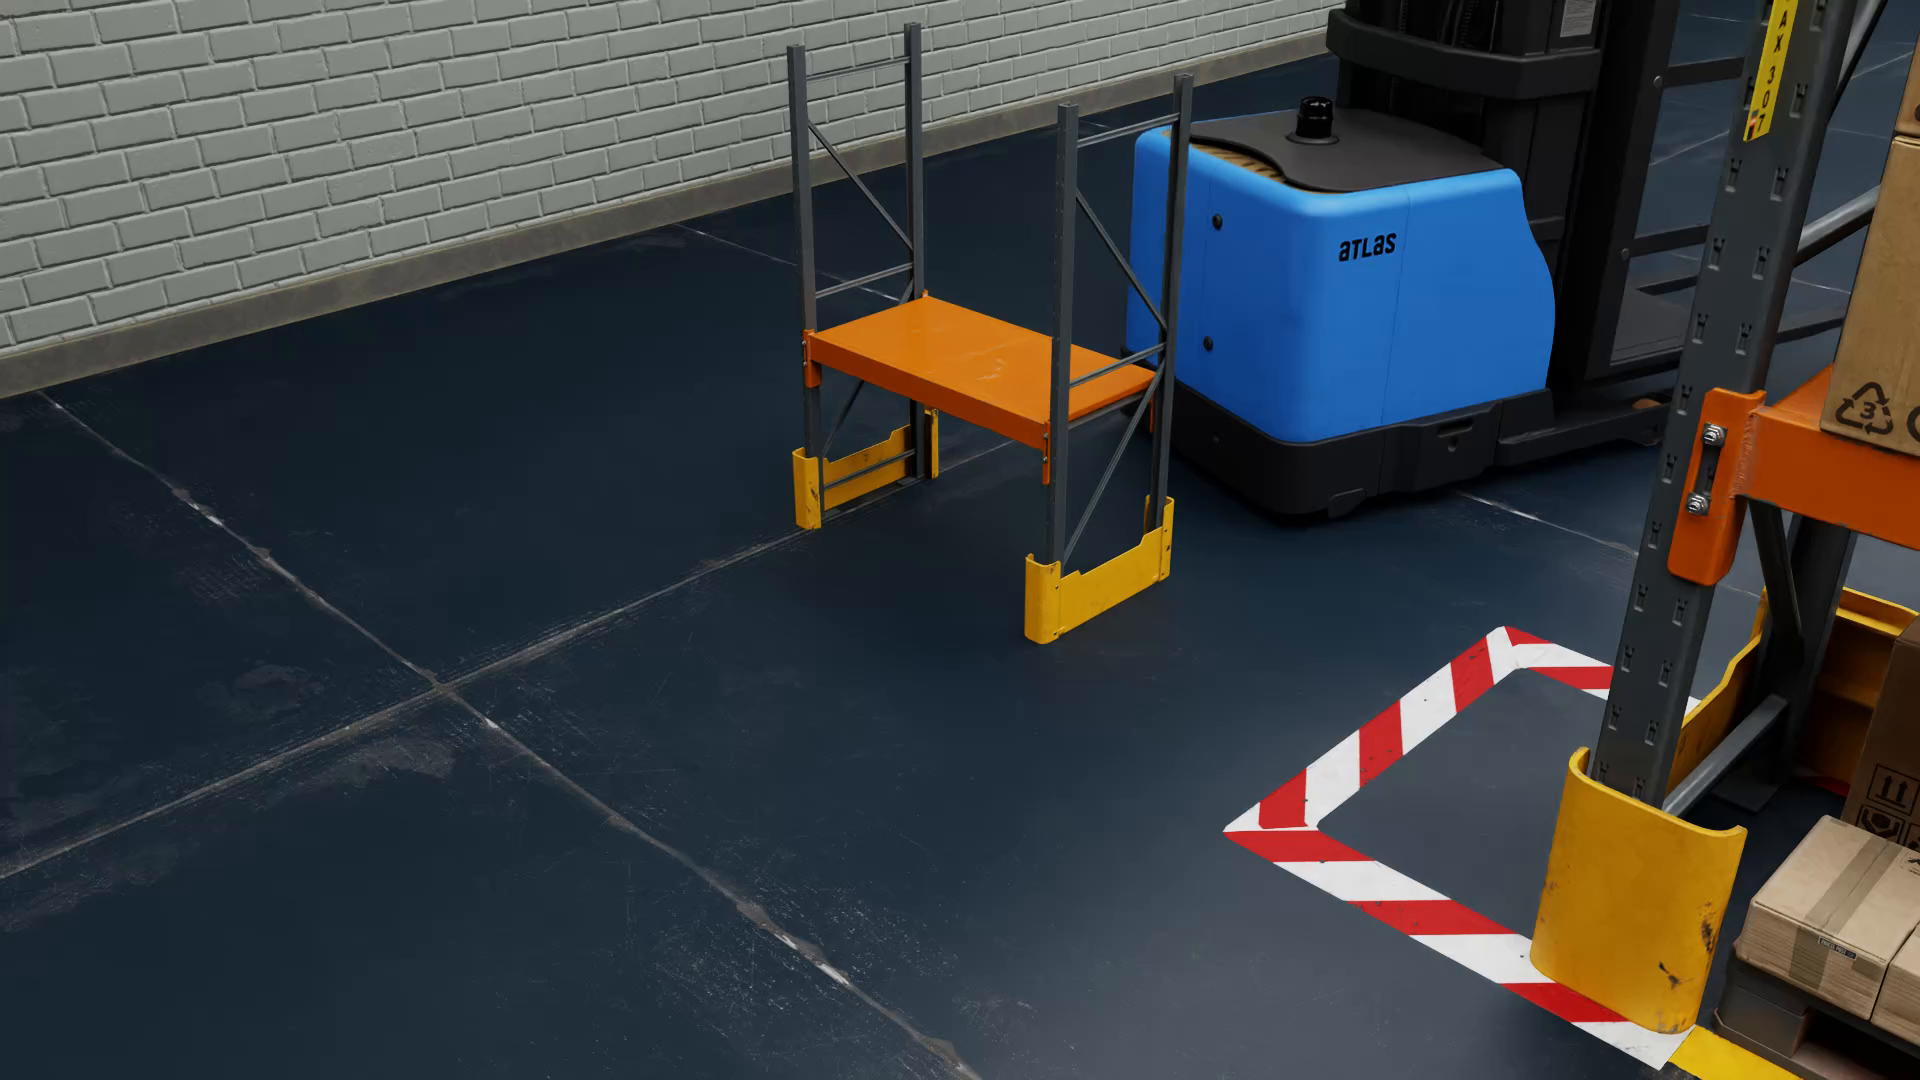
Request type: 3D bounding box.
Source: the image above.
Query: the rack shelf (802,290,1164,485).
[{"bbox_3d":[0.061,-0.477,4.932,1.000,0.185,0.538,25,36,38],"label":"rack shelf"}]

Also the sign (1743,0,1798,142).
[{"bbox_3d":[1.286,-0.795,2.609,0.005,0.325,0.100,25,36,38],"label":"sign"}]

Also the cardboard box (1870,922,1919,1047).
[{"bbox_3d":[1.903,0.799,3.078,0.250,0.166,0.380,25,36,38],"label":"cardboard box"}]

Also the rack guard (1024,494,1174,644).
[{"bbox_3d":[0.409,0.077,4.835,0.087,0.250,0.587,25,36,38],"label":"rack guard"}]

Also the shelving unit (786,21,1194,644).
[{"bbox_3d":[0.054,-0.639,4.854,1.083,1.500,0.587,25,36,38],"label":"shelving unit"}]

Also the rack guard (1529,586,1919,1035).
[{"bbox_3d":[1.721,0.539,3.688,0.348,0.500,1.175,25,36,38],"label":"rack guard"}]

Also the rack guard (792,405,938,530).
[{"bbox_3d":[-0.301,-0.248,5.454,0.087,0.250,0.587,25,36,38],"label":"rack guard"}]

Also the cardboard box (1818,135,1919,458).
[{"bbox_3d":[1.798,-0.404,2.688,0.500,0.500,0.500,-24,36,-38],"label":"cardboard box"}]

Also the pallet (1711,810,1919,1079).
[{"bbox_3d":[2.290,0.927,3.261,1.213,0.211,1.003,25,36,38],"label":"pallet"}]

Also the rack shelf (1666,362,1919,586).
[{"bbox_3d":[3.093,0.379,2.080,4.000,0.370,1.077,25,36,38],"label":"rack shelf"}]

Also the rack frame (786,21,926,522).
[{"bbox_3d":[-0.302,-0.802,5.163,0.032,1.500,0.500,25,36,38],"label":"rack frame"}]

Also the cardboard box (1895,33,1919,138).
[{"bbox_3d":[1.798,-0.847,2.456,0.500,0.500,0.500,-24,36,-38],"label":"cardboard box"}]

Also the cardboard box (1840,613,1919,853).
[{"bbox_3d":[2.227,0.415,3.451,0.500,0.500,0.500,25,36,38],"label":"cardboard box"}]

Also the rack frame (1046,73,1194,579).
[{"bbox_3d":[0.423,-0.470,4.533,0.032,1.500,0.500,25,36,38],"label":"rack frame"}]

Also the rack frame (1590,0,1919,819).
[{"bbox_3d":[1.667,-0.592,3.153,0.127,3.000,1.000,25,36,38],"label":"rack frame"}]

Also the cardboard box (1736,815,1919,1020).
[{"bbox_3d":[1.724,0.726,3.238,0.250,0.149,0.380,25,36,38],"label":"cardboard box"}]

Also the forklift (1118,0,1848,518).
[{"bbox_3d":[2.122,-1.833,5.587,3.031,2.935,1.130,-13,31,-24],"label":"forklift"}]
